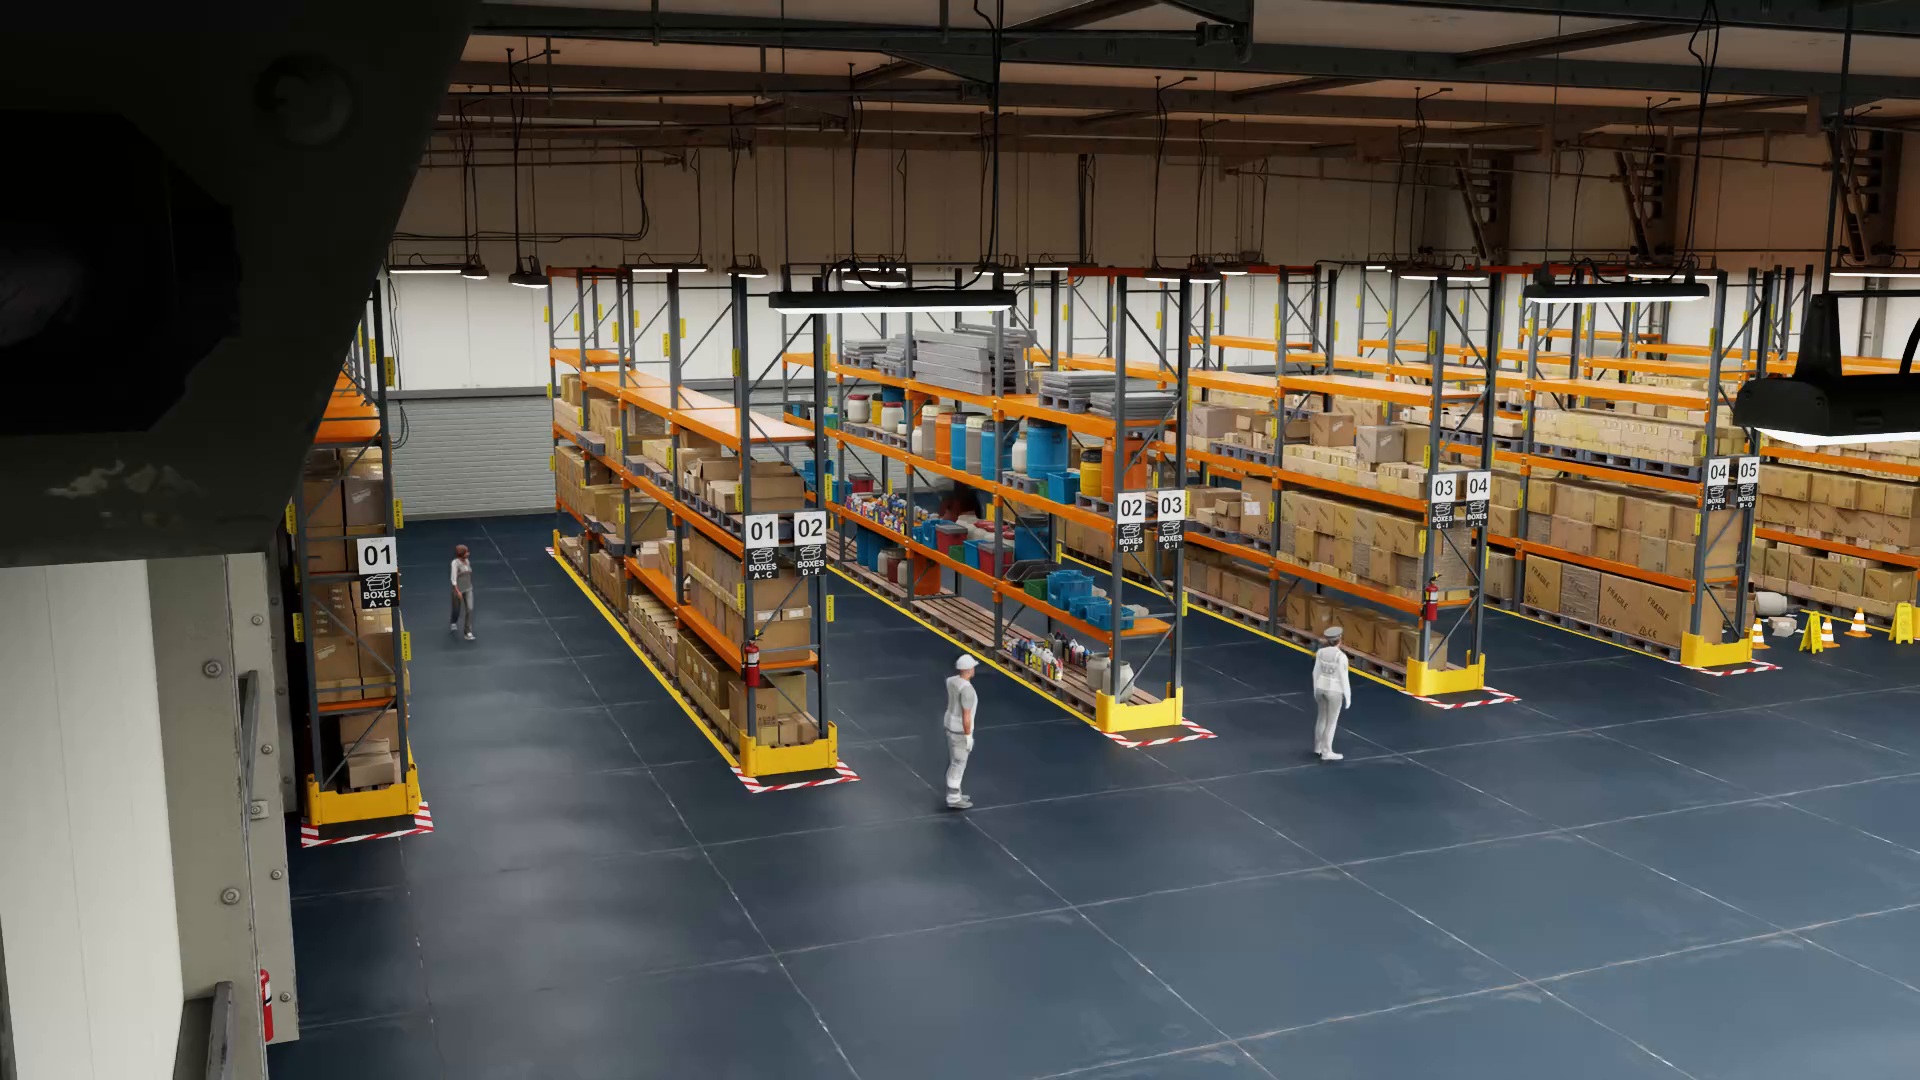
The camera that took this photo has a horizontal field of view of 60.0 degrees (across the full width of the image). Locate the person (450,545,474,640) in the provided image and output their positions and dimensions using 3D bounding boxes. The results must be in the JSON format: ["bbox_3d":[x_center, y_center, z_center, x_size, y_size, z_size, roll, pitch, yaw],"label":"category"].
[{"bbox_3d":[-8.219,0.826,27.369,0.381,1.542,0.847,-6,11,-29],"label":"person"}]

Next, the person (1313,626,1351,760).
[{"bbox_3d":[4.684,1.928,20.863,0.411,1.707,0.566,-7,12,-36],"label":"person"}]

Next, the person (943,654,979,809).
[{"bbox_3d":[0.022,2.179,19.023,0.396,1.788,0.635,-4,11,-20],"label":"person"}]
